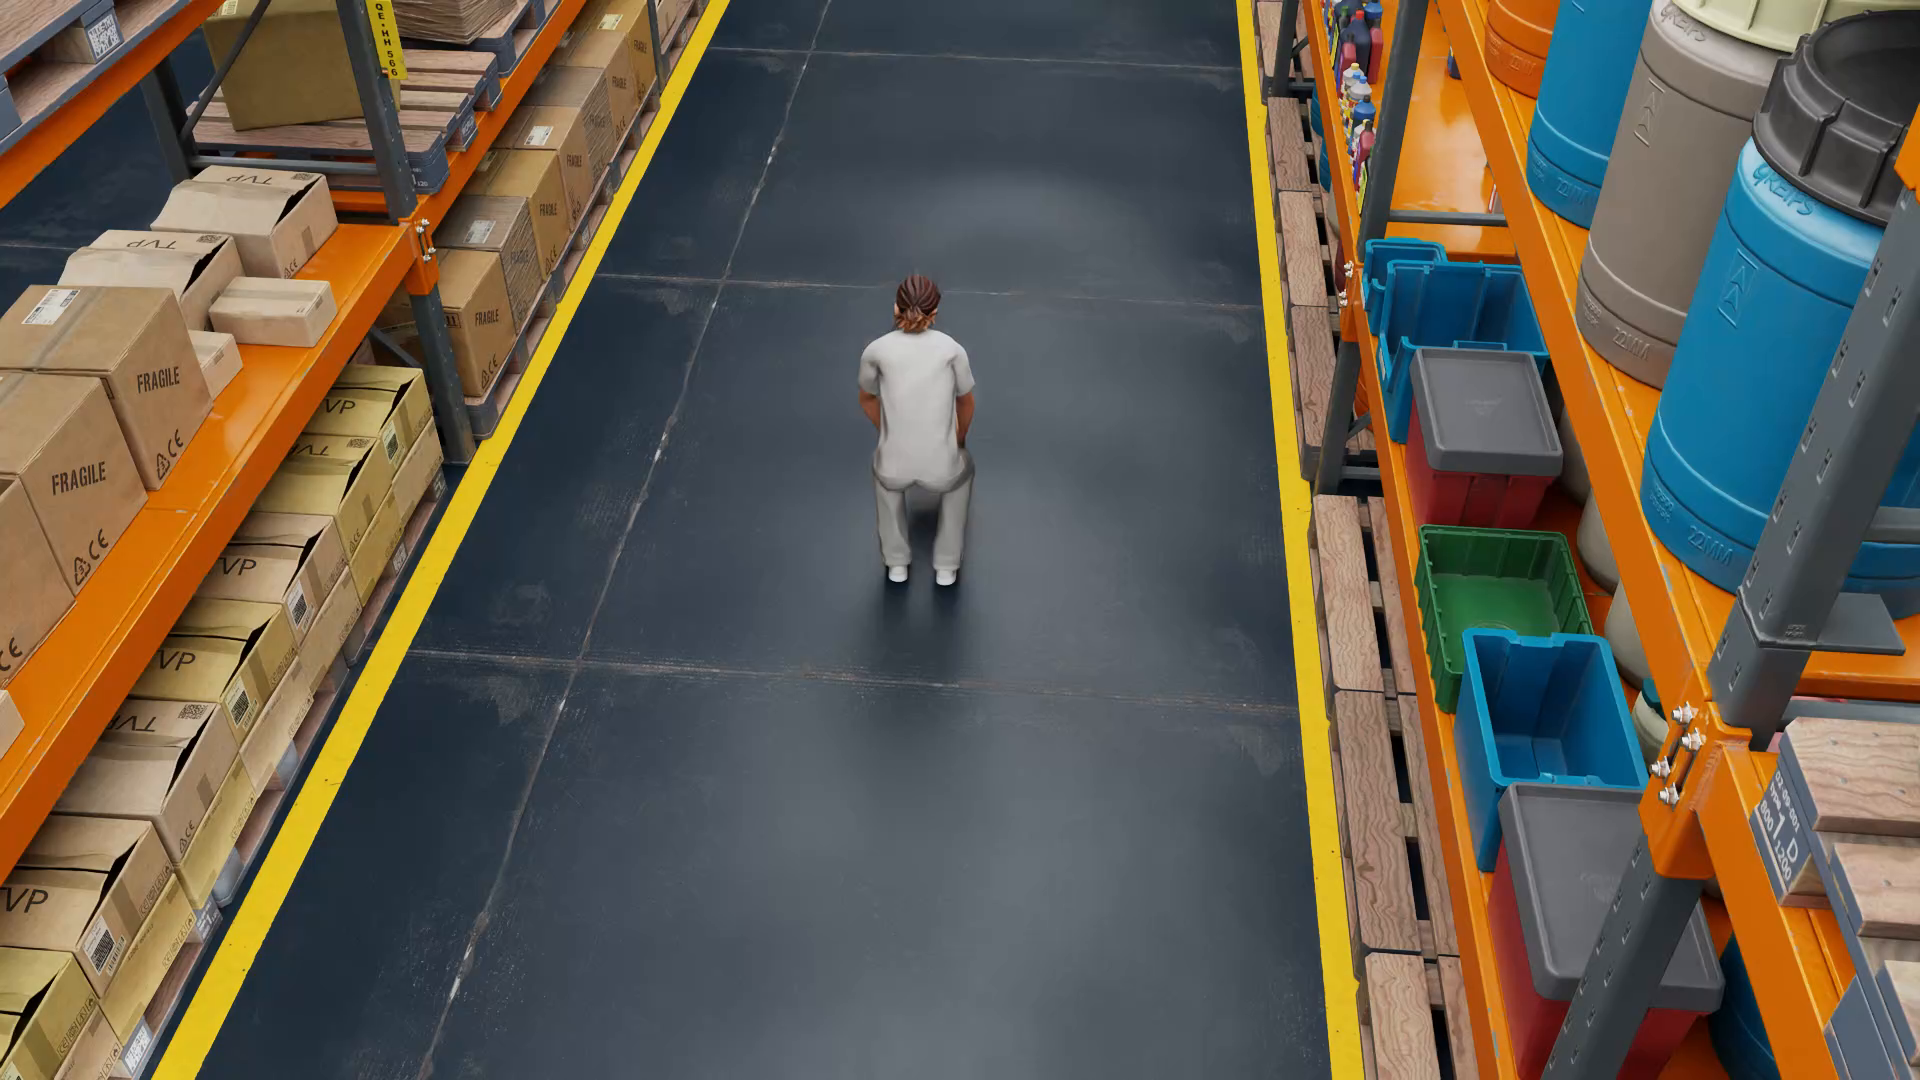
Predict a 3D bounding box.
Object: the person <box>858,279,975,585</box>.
[{"bbox_3d":[-0.189,-0.415,6.982,0.494,1.249,0.705,3,40,4],"label":"person"}]
